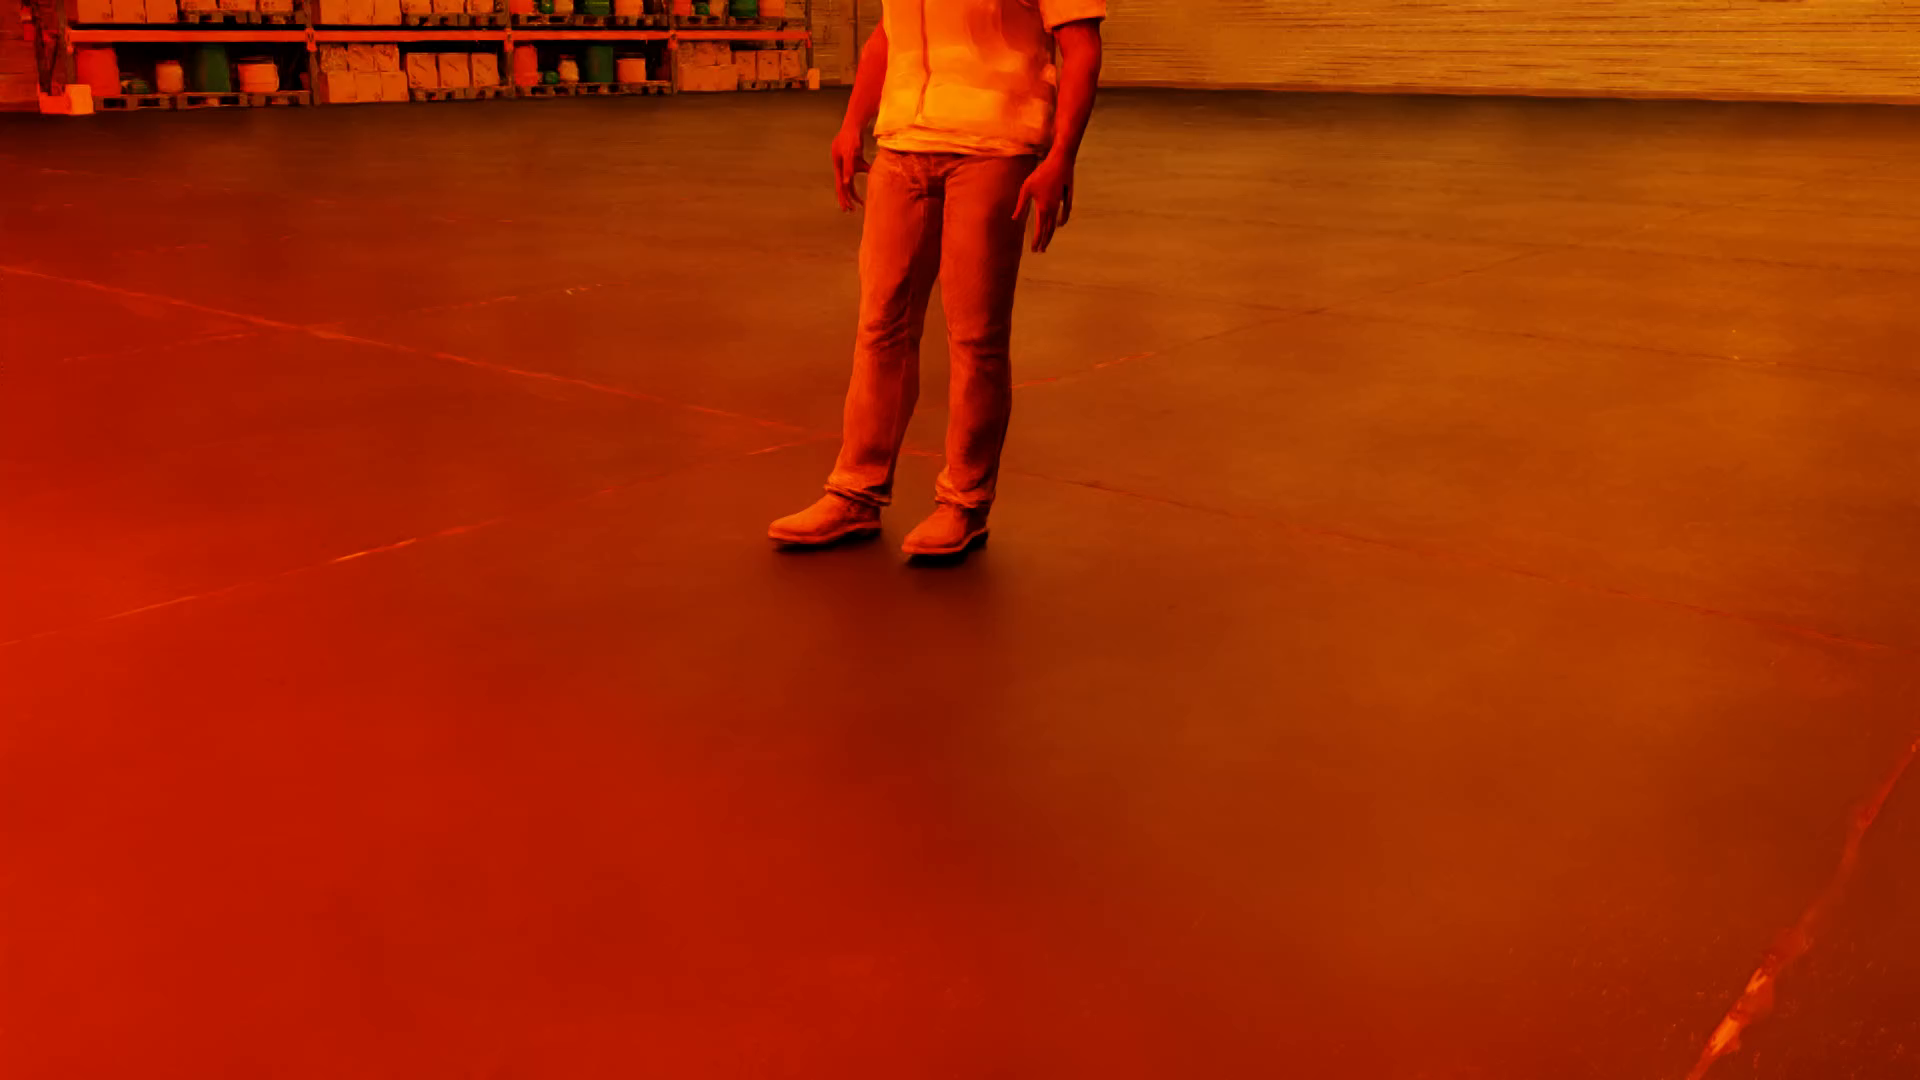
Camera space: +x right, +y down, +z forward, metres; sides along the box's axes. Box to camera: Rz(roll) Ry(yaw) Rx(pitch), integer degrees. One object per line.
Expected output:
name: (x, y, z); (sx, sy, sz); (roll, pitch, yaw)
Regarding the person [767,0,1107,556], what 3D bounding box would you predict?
person: (-0.048, -0.837, 3.635); (0.665, 1.766, 0.576); (13, 21, 37)
